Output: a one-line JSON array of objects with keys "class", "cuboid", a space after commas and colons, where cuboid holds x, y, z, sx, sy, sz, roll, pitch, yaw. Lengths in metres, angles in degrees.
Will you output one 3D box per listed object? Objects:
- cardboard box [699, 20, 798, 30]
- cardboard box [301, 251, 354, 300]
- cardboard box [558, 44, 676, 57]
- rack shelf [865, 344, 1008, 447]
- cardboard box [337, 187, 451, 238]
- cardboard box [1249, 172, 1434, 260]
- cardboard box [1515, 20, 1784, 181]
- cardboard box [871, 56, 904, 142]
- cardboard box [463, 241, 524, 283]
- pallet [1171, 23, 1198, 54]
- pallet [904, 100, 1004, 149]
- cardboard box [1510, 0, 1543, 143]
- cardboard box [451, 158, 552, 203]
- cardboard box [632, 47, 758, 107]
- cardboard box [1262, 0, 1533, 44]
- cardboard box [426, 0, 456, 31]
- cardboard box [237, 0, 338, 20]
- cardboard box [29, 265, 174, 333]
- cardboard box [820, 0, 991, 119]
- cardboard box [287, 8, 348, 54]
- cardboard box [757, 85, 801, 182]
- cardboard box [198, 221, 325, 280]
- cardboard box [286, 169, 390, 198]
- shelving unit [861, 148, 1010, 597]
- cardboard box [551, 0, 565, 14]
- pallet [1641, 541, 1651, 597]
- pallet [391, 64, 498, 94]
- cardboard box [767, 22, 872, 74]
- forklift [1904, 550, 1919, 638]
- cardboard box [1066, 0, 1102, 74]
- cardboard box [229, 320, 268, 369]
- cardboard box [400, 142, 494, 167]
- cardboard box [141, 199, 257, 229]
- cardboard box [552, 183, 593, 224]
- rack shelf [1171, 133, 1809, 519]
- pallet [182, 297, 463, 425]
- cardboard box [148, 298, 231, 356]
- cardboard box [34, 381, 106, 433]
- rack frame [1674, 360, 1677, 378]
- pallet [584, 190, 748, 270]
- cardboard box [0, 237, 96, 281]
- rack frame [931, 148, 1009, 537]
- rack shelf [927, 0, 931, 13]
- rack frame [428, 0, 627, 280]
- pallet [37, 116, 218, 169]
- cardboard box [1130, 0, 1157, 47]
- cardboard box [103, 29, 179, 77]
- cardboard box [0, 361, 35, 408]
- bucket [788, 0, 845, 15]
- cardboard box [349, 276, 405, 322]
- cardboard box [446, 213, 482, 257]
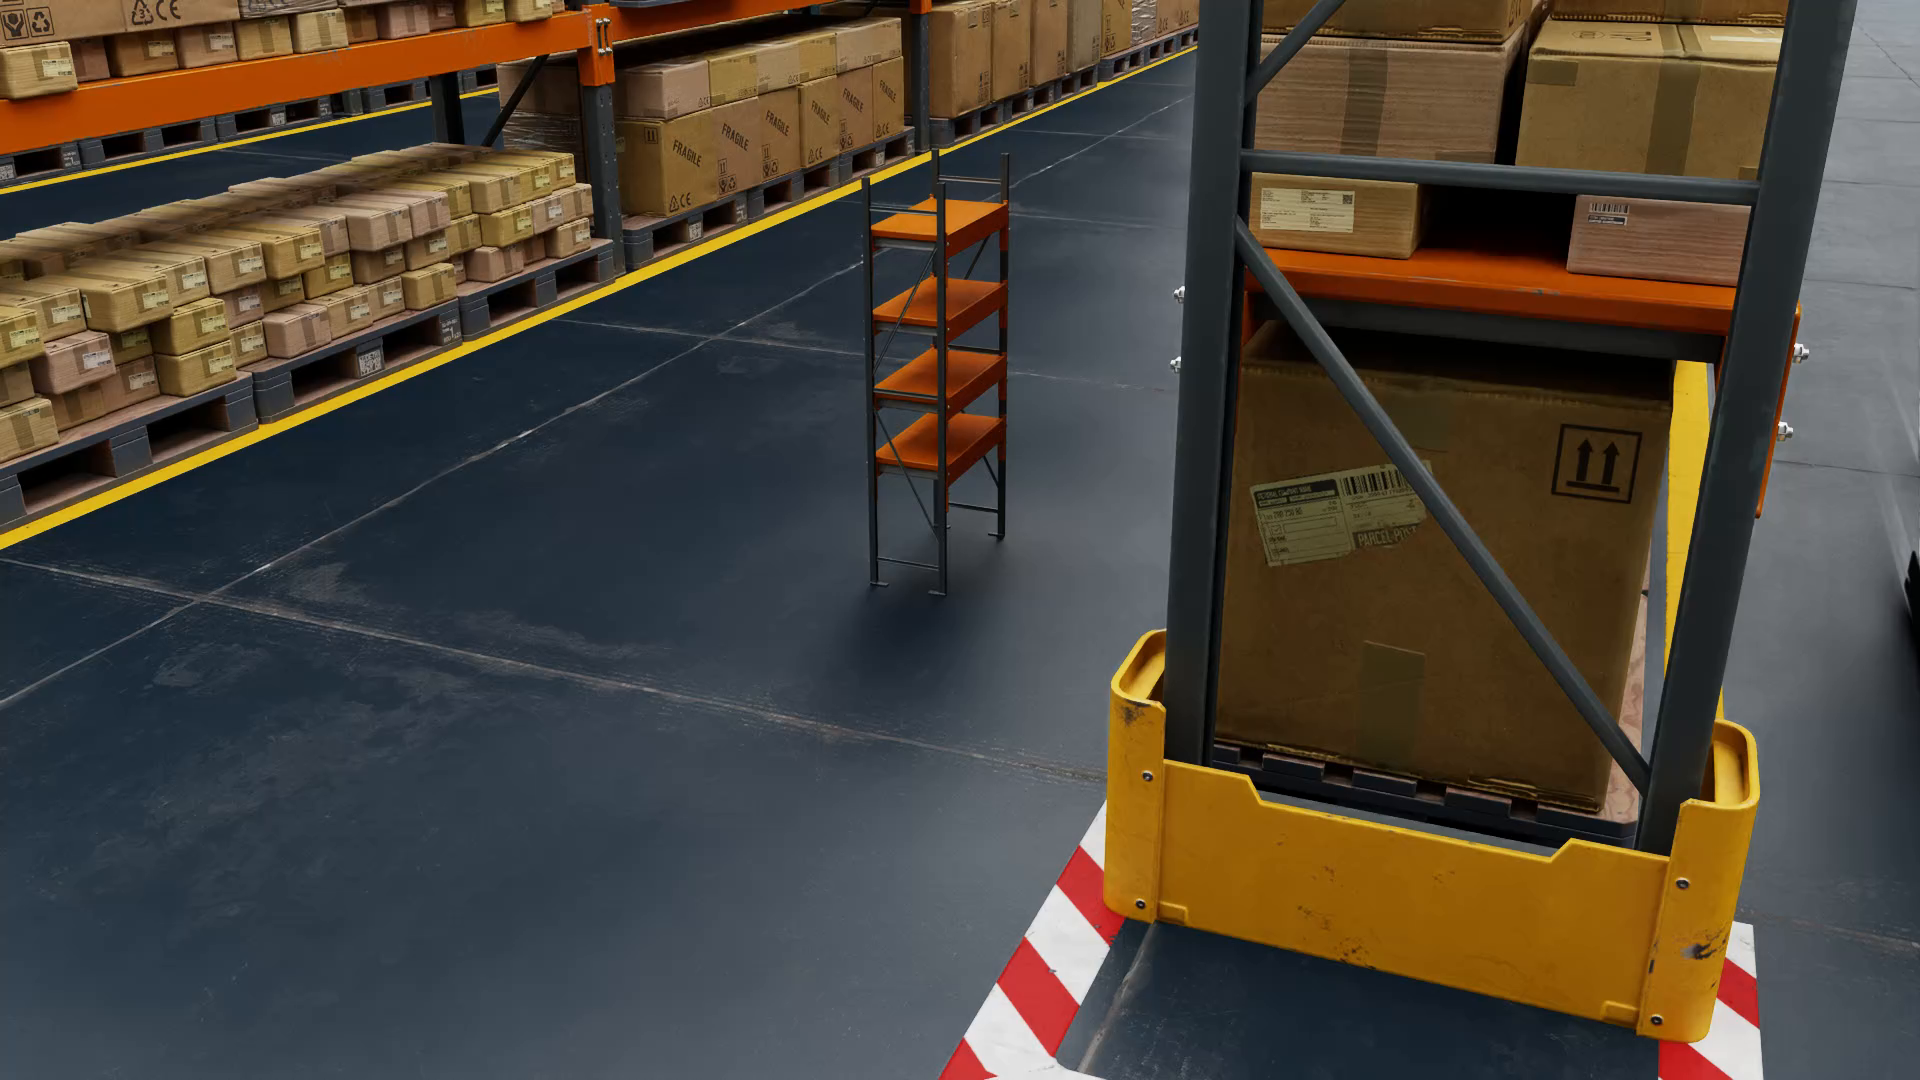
[{"class": "cardboard box", "cuboid": [-1.372, -3.210, 10.769, 0.500, 0.250, 0.500, 8, 24, 19]}, {"class": "cardboard box", "cuboid": [-2.700, -1.094, 6.746, 0.380, 0.149, 0.250, 10, 25, 23]}, {"class": "cardboard box", "cuboid": [-1.943, -2.657, 9.445, 0.500, 0.250, 0.500, 10, 25, 23]}, {"class": "rack shelf", "cuboid": [-0.061, -0.432, 4.903, 0.258, 0.148, 0.480, 9, 24, 20]}, {"class": "cardboard box", "cuboid": [-2.407, -1.395, 7.080, 0.380, 0.149, 0.250, 8, 24, 17]}, {"class": "cardboard box", "cuboid": [0.720, -0.667, 3.281, 0.380, 0.149, 0.250, 9, 24, 21]}, {"class": "cardboard box", "cuboid": [1.322, -0.809, 3.105, 0.500, 0.250, 0.500, 8, 24, 19]}, {"class": "cardboard box", "cuboid": [-0.705, -2.985, 11.202, 0.500, 0.500, 0.500, 9, 24, 20]}, {"class": "cardboard box", "cuboid": [-2.230, -1.290, 7.601, 0.380, 0.149, 0.250, 8, 24, 18]}, {"class": "pallet", "cuboid": [2.044, -5.496, 18.134, 1.003, 0.211, 1.213, 9, 24, 20]}, {"class": "pallet", "cuboid": [-0.340, -3.202, 12.642, 1.003, 0.211, 1.213, 9, 24, 20]}, {"class": "cardboard box", "cuboid": [1.016, -1.069, 3.727, 0.500, 0.250, 0.500, 8, 24, 19]}, {"class": "cardboard box", "cuboid": [-2.137, -1.677, 7.755, 0.380, 0.149, 0.250, 9, 24, 21]}, {"class": "cardboard box", "cuboid": [-1.473, -2.590, 9.284, 0.500, 0.250, 0.500, 9, 24, 22]}, {"class": "cardboard box", "cuboid": [0.830, -1.234, 3.149, 0.500, 0.500, 0.500, 9, 24, 21]}, {"class": "cardboard box", "cuboid": [-2.386, -2.257, 7.088, 0.380, 0.149, 0.250, 8, 24, 19]}, {"class": "cardboard box", "cuboid": [-2.699, -2.211, 6.136, 0.500, 0.500, 0.500, 8, 24, 19]}, {"class": "cardboard box", "cuboid": [-2.961, -0.834, 5.737, 0.380, 0.149, 0.250, 9, 24, 20]}, {"class": "cardboard box", "cuboid": [-0.393, -3.578, 12.298, 1.050, 0.750, 0.750, 8, 24, 19]}, {"class": "cardboard box", "cuboid": [-2.591, -1.965, 6.387, 0.380, 0.149, 0.250, 9, 24, 21]}, {"class": "cardboard box", "cuboid": [-1.291, -2.432, 9.878, 0.500, 0.500, 0.500, 9, 24, 21]}, {"class": "cardboard box", "cuboid": [-2.694, -1.120, 6.422, 0.380, 0.149, 0.250, 9, 24, 21]}, {"class": "cardboard box", "cuboid": [-2.790, -1.561, 7.477, 0.380, 0.149, 0.250, 8, 24, 19]}, {"class": "shelving unit", "cuboid": [-0.061, -0.494, 4.877, 0.258, 1.200, 0.503, 9, 24, 20]}, {"class": "cardboard box", "cuboid": [-2.077, -2.534, 7.752, 0.380, 0.149, 0.250, 8, 24, 19]}, {"class": "pallet", "cuboid": [1.572, -0.054, 5.105, 1.003, 0.211, 1.213, 9, 24, 20]}, {"class": "pallet", "cuboid": [-4.590, -4.318, 15.313, 1.003, 0.211, 1.213, 9, 24, 20]}, {"class": "cardboard box", "cuboid": [-0.891, -3.139, 10.599, 0.500, 0.250, 0.500, 9, 24, 21]}, {"class": "forklift", "cuboid": [3.123, -0.973, 3.778, 1.130, 2.935, 3.031, 9, 24, 21]}, {"class": "cardboard box", "cuboid": [0.636, -4.569, 14.672, 1.050, 0.750, 0.750, 9, 24, 20]}, {"class": "cardboard box", "cuboid": [-2.873, -0.750, 6.309, 0.380, 0.149, 0.250, 9, 24, 20]}, {"class": "cardboard box", "cuboid": [-2.509, -1.845, 8.158, 0.380, 0.149, 0.250, 10, 25, 22]}, {"class": "cardboard box", "cuboid": [-3.113, -1.290, 6.828, 0.380, 0.149, 0.250, 9, 24, 20]}, {"class": "cardboard box", "cuboid": [-2.011, -1.643, 8.060, 0.380, 0.149, 0.250, 9, 24, 21]}, {"class": "rack shelf", "cuboid": [1.636, -0.992, 4.667, 1.077, 0.370, 4.000, 9, 24, 20]}, {"class": "pallet", "cuboid": [-2.857, -0.816, 6.929, 1.003, 0.211, 1.213, 9, 24, 20]}, {"class": "cardboard box", "cuboid": [-2.883, -0.787, 6.011, 0.380, 0.149, 0.250, 10, 25, 22]}, {"class": "cardboard box", "cuboid": [-3.162, -0.480, 5.661, 0.380, 0.149, 0.250, 9, 24, 20]}, {"class": "rack frame", "cuboid": [2.379, -2.040, 6.241, 1.000, 3.000, 0.127, 9, 24, 20]}, {"class": "pallet", "cuboid": [-1.901, -1.778, 9.233, 1.003, 0.211, 1.213, 9, 24, 20]}, {"class": "cardboard box", "cuboid": [-3.433, -1.009, 6.157, 0.380, 0.149, 0.250, 8, 24, 18]}, {"class": "rack frame", "cuboid": [0.029, -0.582, 5.086, 0.240, 1.200, 0.015, 9, 24, 20]}, {"class": "rack shelf", "cuboid": [0.040, -4.601, 13.307, 1.077, 0.370, 4.000, 9, 24, 20]}, {"class": "rack frame", "cuboid": [-2.189, -2.786, 8.028, 1.000, 3.000, 0.127, 9, 24, 20]}, {"class": "pallet", "cuboid": [-6.154, -2.897, 11.911, 1.003, 0.211, 1.213, 9, 24, 20]}, {"class": "cardboard box", "cuboid": [1.413, -5.400, 16.499, 0.875, 0.875, 0.875, 9, 24, 20]}, {"class": "cardboard box", "cuboid": [-2.952, -1.699, 5.752, 0.380, 0.149, 0.250, 9, 24, 20]}, {"class": "cardboard box", "cuboid": [-3.242, -0.521, 5.373, 0.380, 0.149, 0.250, 10, 25, 22]}, {"class": "bucket", "cuboid": [-1.307, -5.218, 16.127, 0.726, 0.611, 0.620, 19, 39, 38]}, {"class": "cardboard box", "cuboid": [-2.562, -1.021, 6.957, 0.380, 0.149, 0.250, 9, 24, 21]}, {"class": "cardboard box", "cuboid": [-2.367, -1.371, 7.408, 0.380, 0.149, 0.250, 9, 24, 21]}]
